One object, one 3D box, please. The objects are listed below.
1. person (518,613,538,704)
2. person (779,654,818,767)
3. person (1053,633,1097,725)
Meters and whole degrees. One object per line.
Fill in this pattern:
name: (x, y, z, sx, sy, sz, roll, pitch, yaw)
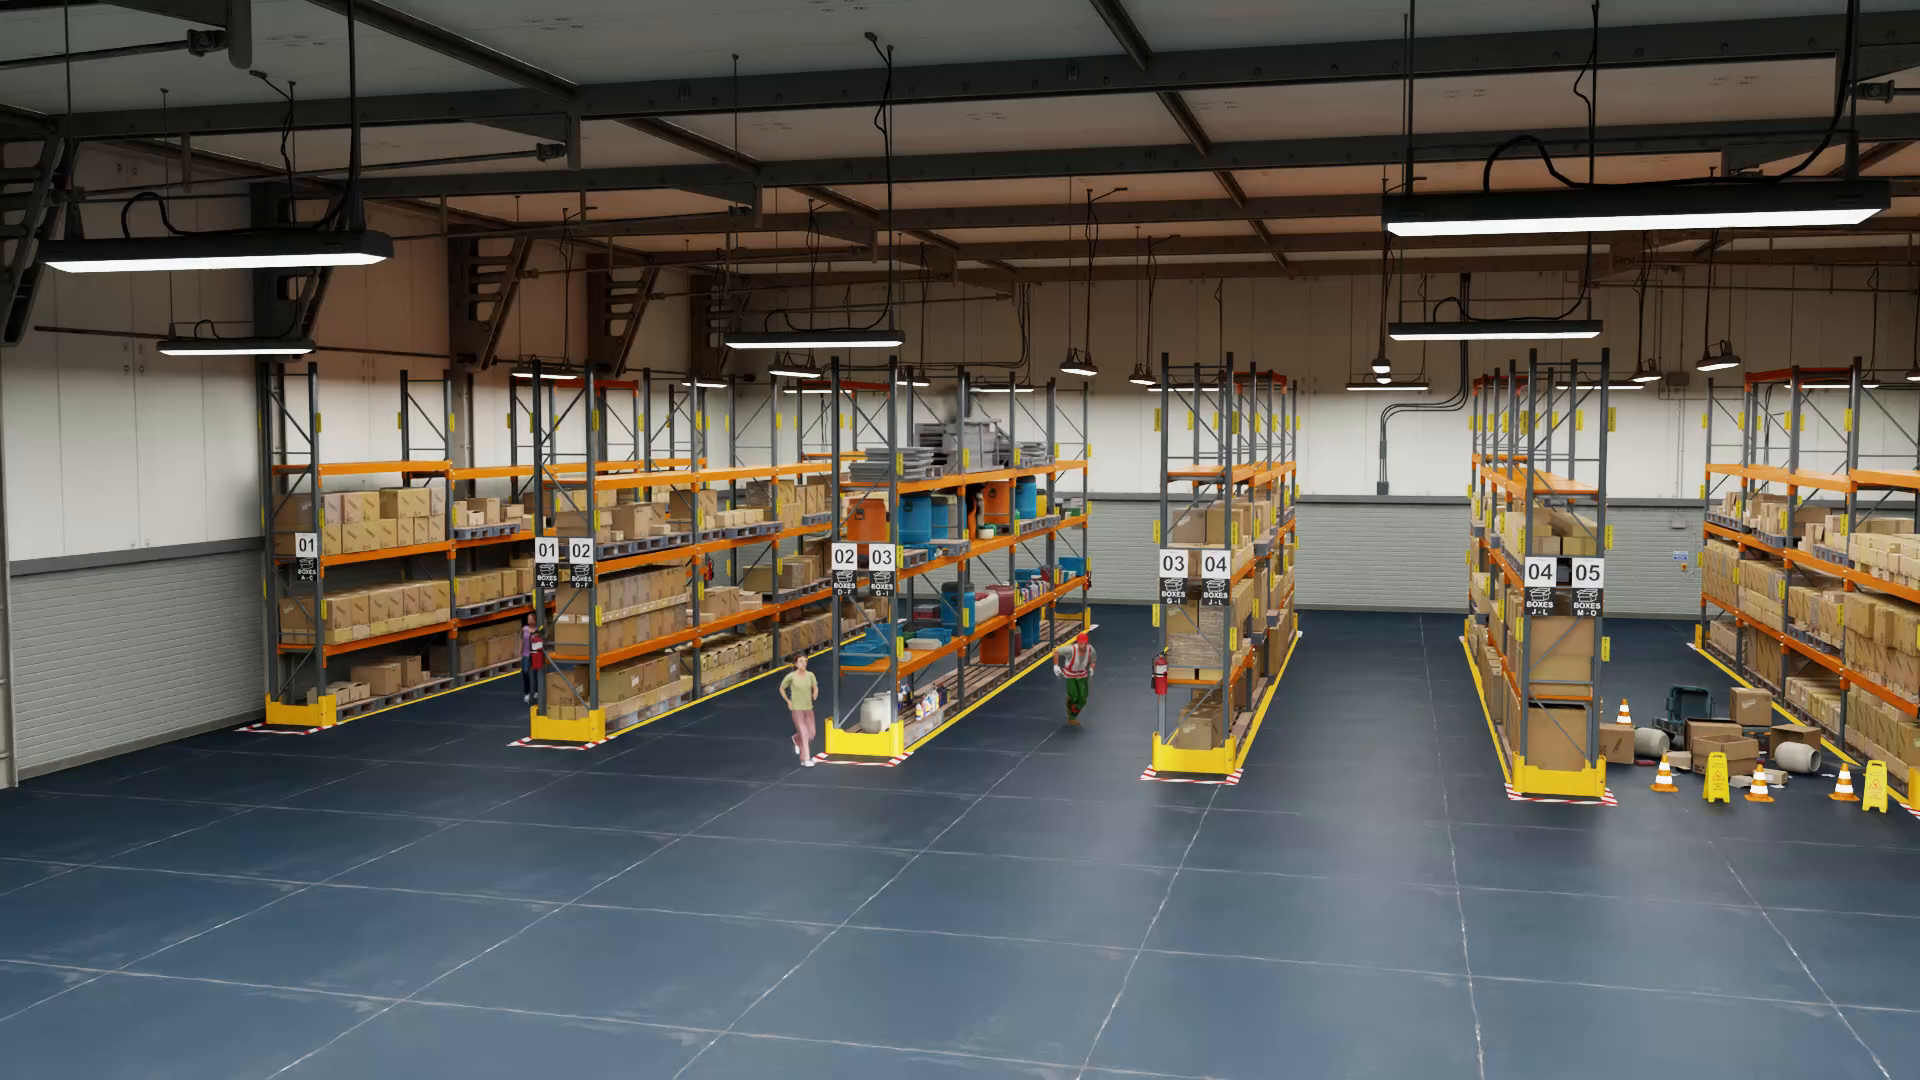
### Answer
person: (-7.666, 2.124, 29.744, 0.505, 1.599, 0.688, -1, 4, -7)
person: (-2.348, 2.470, 24.349, 0.579, 1.632, 0.694, -2, 5, -29)
person: (1.892, 2.292, 27.329, 0.694, 1.590, 0.817, -1, 4, -15)
